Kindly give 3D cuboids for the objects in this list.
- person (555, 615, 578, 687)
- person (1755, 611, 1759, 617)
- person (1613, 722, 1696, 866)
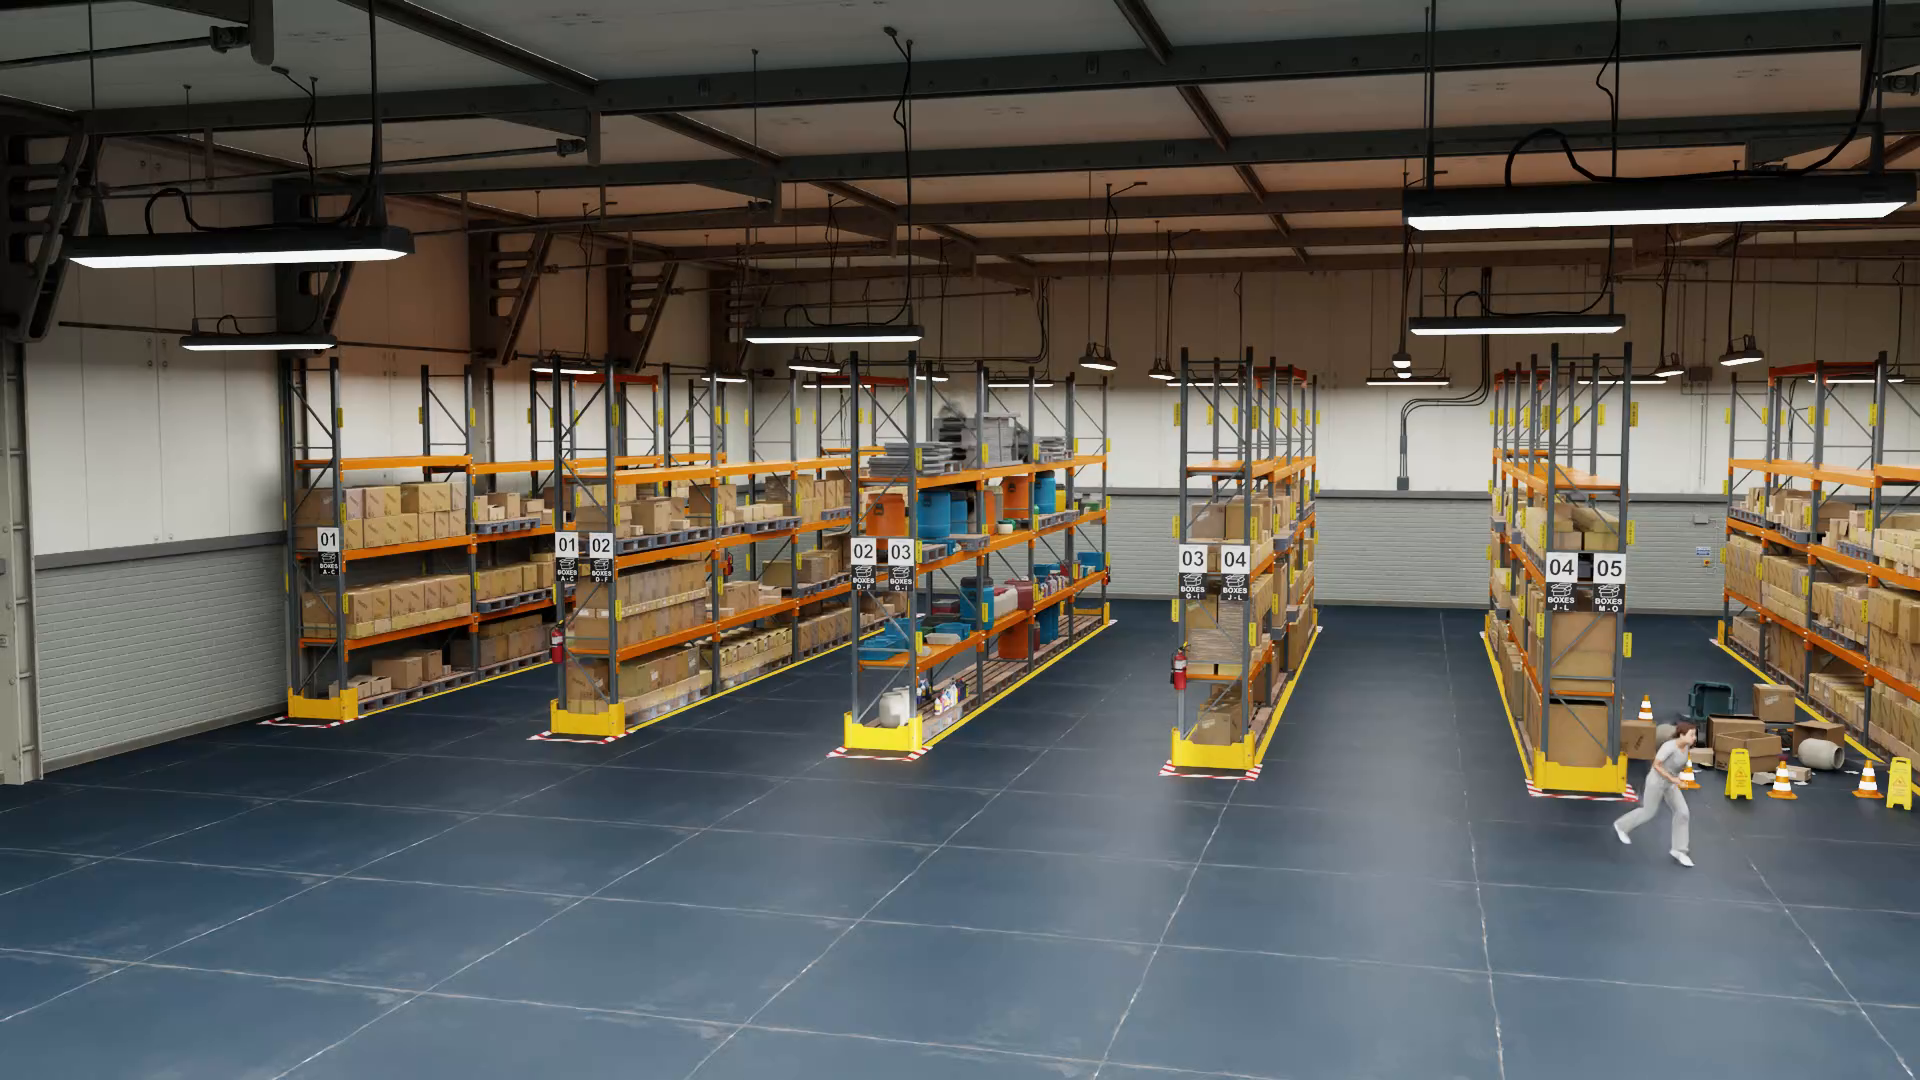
[{"bbox_3d":[-6.754,2.093,28.618,0.580,1.624,0.545,0,4,6],"label":"person"},{"bbox_3d":[18.201,1.387,37.363,0.721,1.727,0.592,-4,6,-43],"label":"person"},{"bbox_3d":[7.951,2.830,18.995,0.600,1.624,1.004,-4,5,-40],"label":"person"}]
